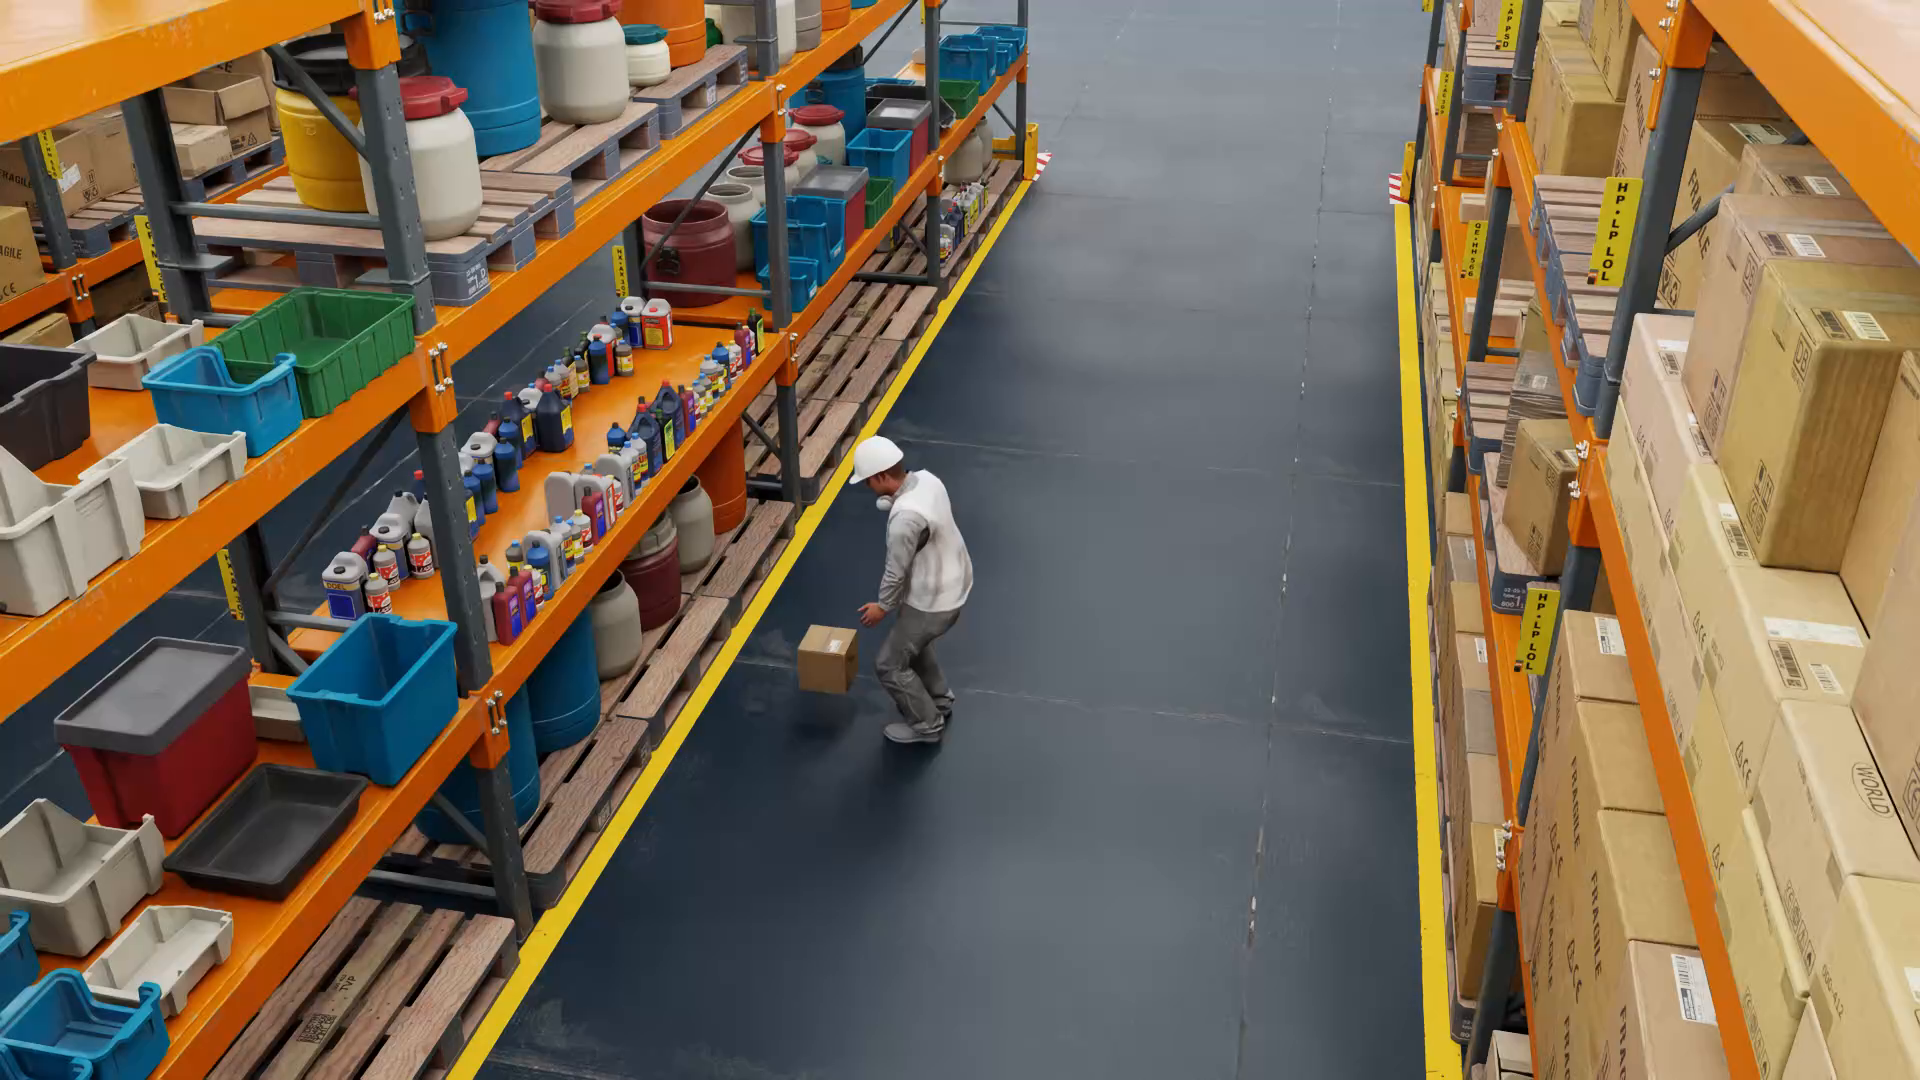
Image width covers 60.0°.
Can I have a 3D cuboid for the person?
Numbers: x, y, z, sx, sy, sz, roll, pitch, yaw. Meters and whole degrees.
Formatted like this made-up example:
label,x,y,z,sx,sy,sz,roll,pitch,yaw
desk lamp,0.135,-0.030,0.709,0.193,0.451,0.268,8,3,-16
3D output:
label,x,y,z,sx,sy,sz,roll,pitch,yaw
person,-0.240,0.254,8.270,0.581,1.647,0.578,6,29,12
